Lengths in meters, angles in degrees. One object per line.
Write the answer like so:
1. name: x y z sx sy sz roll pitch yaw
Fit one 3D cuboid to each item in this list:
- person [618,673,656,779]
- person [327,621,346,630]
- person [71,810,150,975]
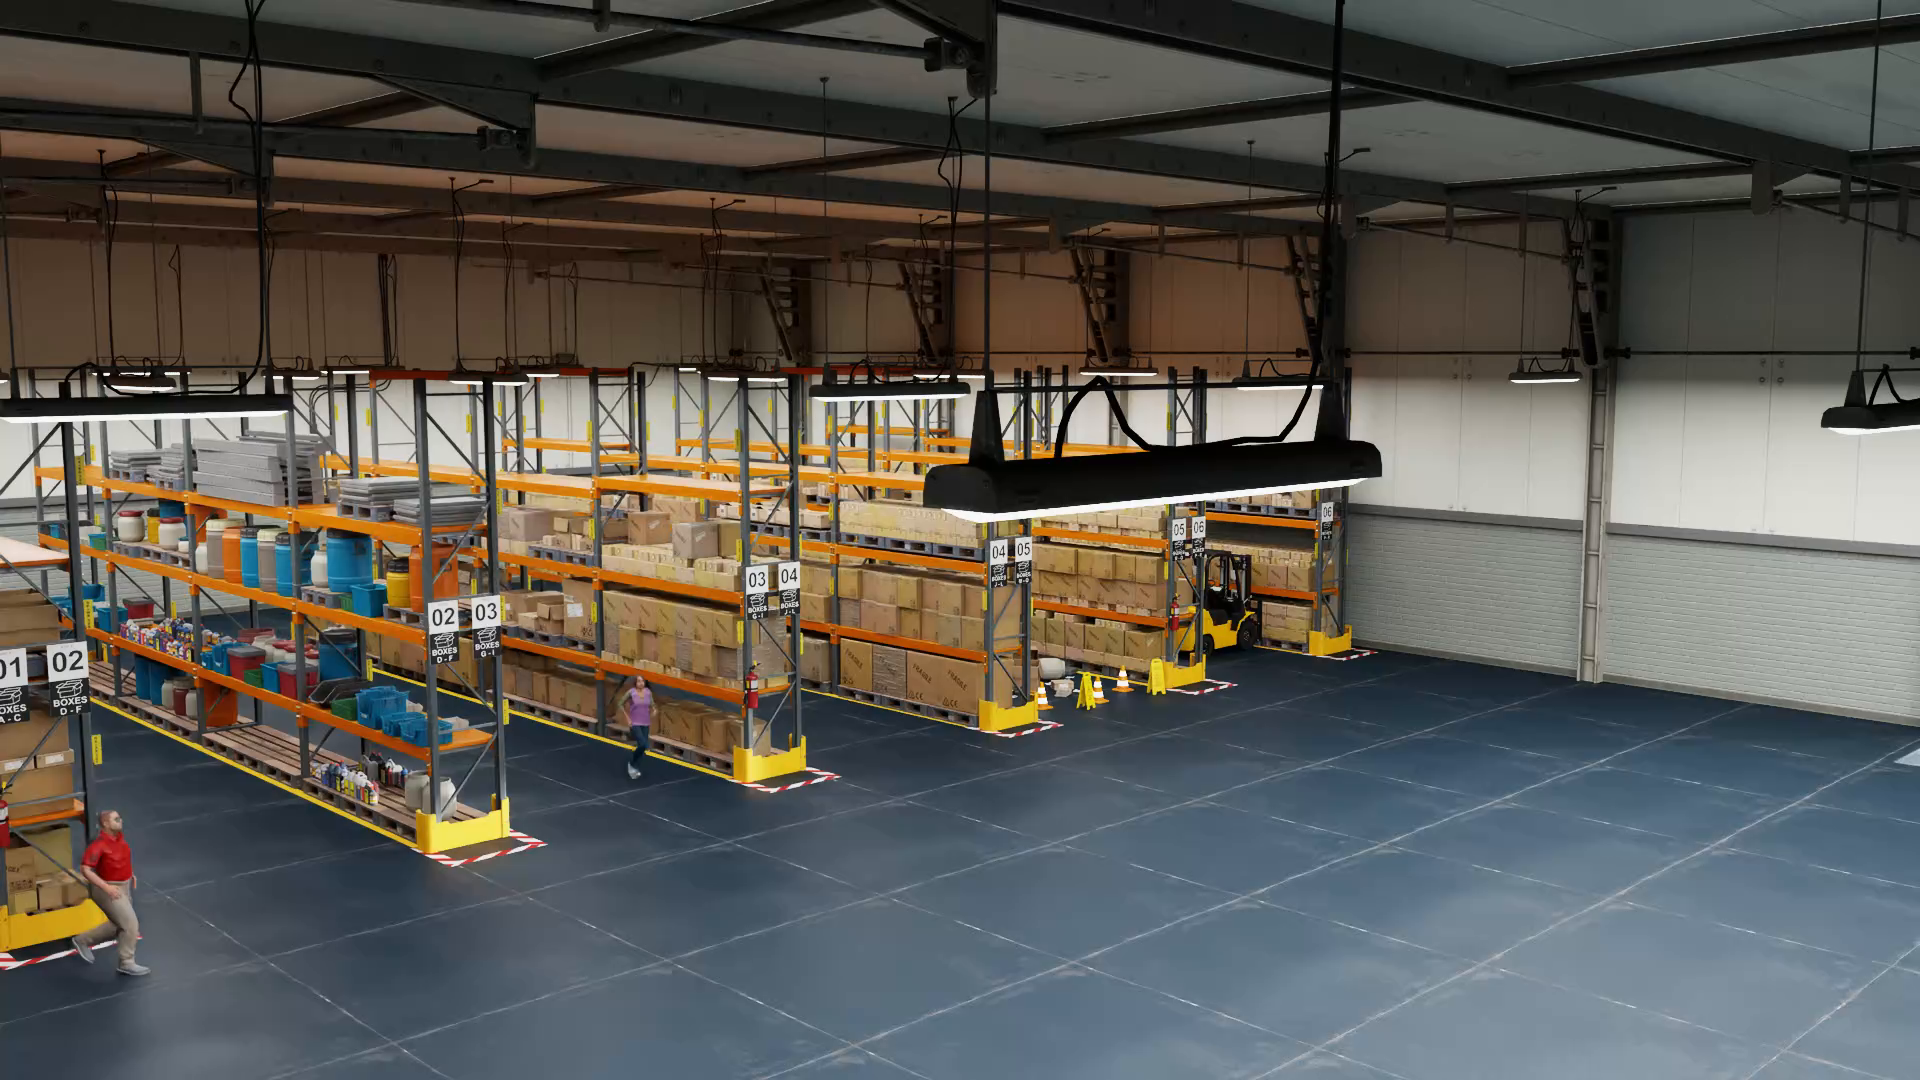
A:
1. person: -4.742 2.768 24.688 0.512 1.565 0.631 -6 9 -41
2. person: -11.276 2.114 30.009 0.892 1.681 0.600 4 7 30
3. person: -8.707 3.594 16.965 0.784 1.710 0.691 -1 7 -8
